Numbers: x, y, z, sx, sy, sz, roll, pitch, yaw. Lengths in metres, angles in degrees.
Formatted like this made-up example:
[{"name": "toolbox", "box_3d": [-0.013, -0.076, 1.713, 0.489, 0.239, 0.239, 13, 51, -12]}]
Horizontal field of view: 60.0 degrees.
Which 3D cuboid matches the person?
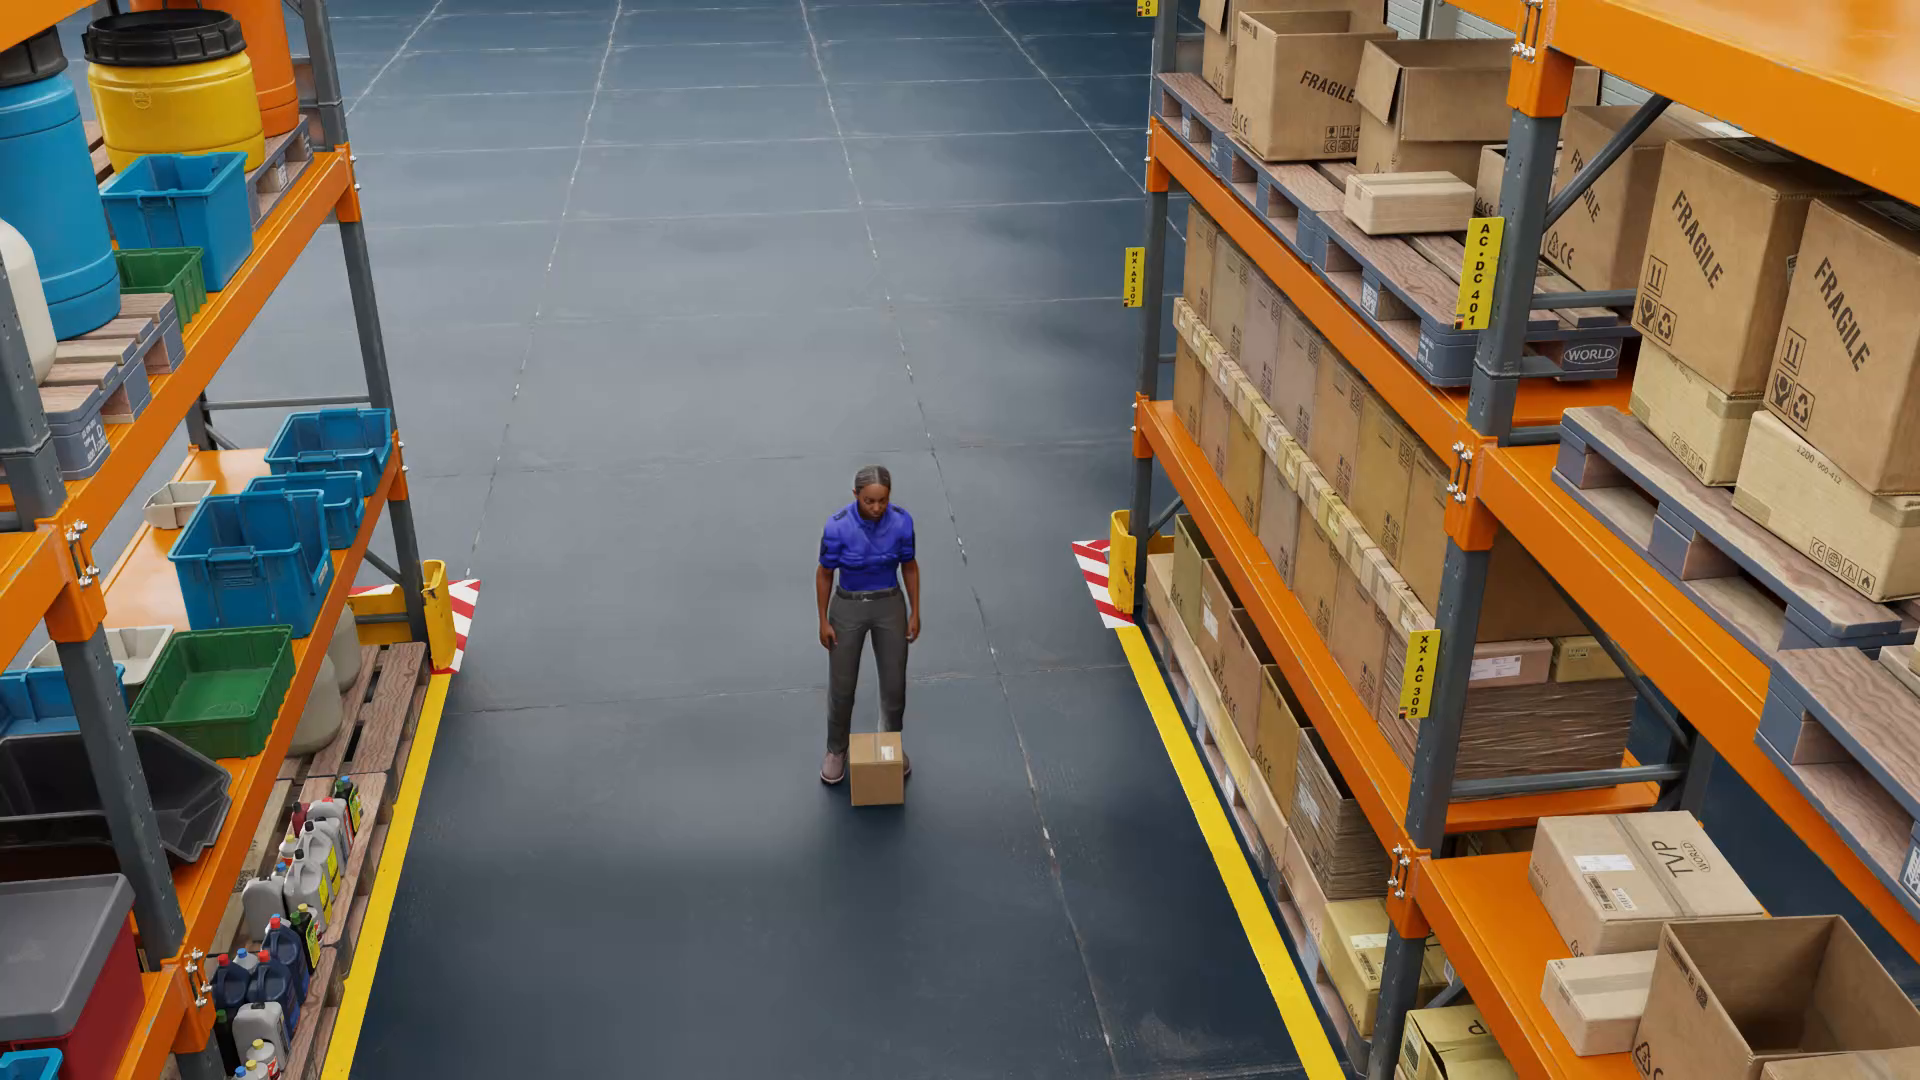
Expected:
[{"name": "person", "box_3d": [-0.442, 0.372, 7.904, 0.528, 1.653, 0.351, -5, 28, -10]}]
